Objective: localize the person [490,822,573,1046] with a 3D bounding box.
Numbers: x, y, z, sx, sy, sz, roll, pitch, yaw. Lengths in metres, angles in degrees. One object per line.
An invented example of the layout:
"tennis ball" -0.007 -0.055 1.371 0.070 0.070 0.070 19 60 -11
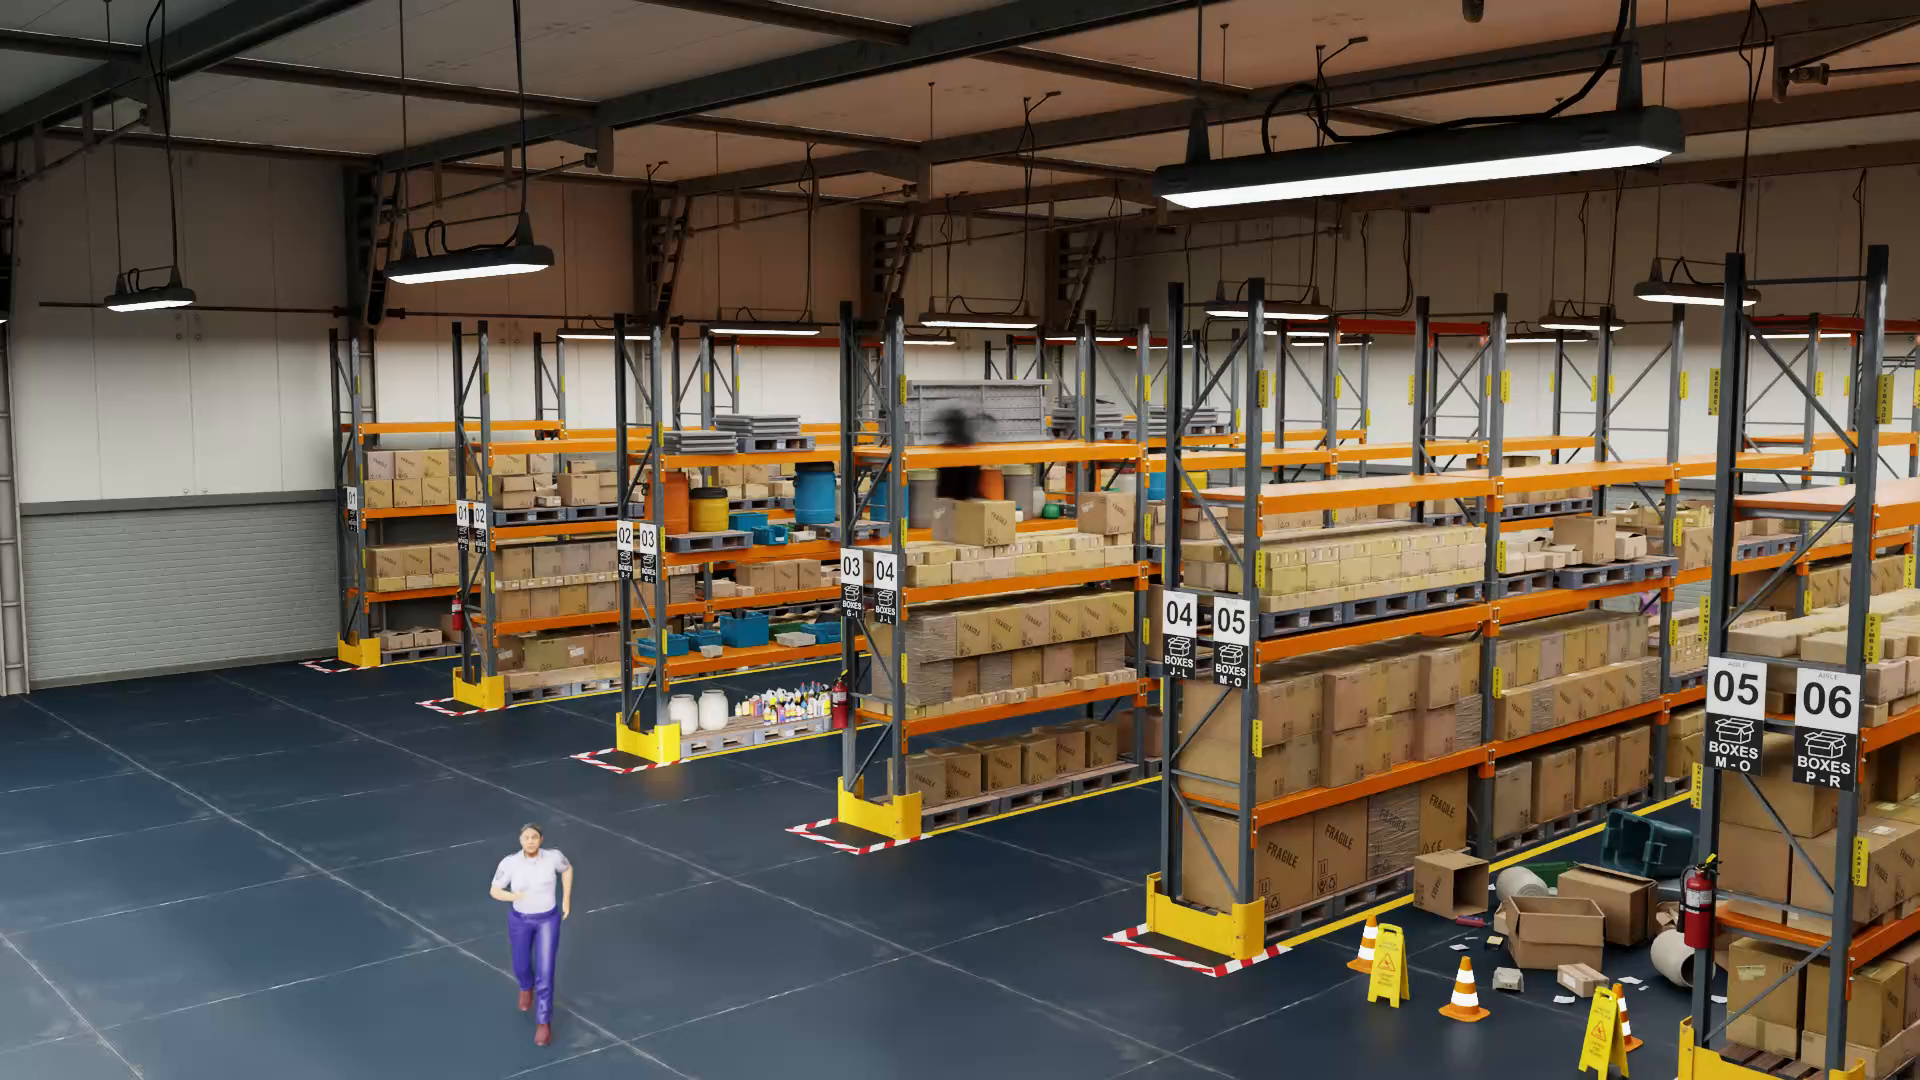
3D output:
"person" -3.373 3.032 13.133 0.632 1.654 0.903 -1 6 -14

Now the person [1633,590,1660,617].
"person" 12.084 1.489 29.196 0.557 1.587 0.815 0 6 -4
